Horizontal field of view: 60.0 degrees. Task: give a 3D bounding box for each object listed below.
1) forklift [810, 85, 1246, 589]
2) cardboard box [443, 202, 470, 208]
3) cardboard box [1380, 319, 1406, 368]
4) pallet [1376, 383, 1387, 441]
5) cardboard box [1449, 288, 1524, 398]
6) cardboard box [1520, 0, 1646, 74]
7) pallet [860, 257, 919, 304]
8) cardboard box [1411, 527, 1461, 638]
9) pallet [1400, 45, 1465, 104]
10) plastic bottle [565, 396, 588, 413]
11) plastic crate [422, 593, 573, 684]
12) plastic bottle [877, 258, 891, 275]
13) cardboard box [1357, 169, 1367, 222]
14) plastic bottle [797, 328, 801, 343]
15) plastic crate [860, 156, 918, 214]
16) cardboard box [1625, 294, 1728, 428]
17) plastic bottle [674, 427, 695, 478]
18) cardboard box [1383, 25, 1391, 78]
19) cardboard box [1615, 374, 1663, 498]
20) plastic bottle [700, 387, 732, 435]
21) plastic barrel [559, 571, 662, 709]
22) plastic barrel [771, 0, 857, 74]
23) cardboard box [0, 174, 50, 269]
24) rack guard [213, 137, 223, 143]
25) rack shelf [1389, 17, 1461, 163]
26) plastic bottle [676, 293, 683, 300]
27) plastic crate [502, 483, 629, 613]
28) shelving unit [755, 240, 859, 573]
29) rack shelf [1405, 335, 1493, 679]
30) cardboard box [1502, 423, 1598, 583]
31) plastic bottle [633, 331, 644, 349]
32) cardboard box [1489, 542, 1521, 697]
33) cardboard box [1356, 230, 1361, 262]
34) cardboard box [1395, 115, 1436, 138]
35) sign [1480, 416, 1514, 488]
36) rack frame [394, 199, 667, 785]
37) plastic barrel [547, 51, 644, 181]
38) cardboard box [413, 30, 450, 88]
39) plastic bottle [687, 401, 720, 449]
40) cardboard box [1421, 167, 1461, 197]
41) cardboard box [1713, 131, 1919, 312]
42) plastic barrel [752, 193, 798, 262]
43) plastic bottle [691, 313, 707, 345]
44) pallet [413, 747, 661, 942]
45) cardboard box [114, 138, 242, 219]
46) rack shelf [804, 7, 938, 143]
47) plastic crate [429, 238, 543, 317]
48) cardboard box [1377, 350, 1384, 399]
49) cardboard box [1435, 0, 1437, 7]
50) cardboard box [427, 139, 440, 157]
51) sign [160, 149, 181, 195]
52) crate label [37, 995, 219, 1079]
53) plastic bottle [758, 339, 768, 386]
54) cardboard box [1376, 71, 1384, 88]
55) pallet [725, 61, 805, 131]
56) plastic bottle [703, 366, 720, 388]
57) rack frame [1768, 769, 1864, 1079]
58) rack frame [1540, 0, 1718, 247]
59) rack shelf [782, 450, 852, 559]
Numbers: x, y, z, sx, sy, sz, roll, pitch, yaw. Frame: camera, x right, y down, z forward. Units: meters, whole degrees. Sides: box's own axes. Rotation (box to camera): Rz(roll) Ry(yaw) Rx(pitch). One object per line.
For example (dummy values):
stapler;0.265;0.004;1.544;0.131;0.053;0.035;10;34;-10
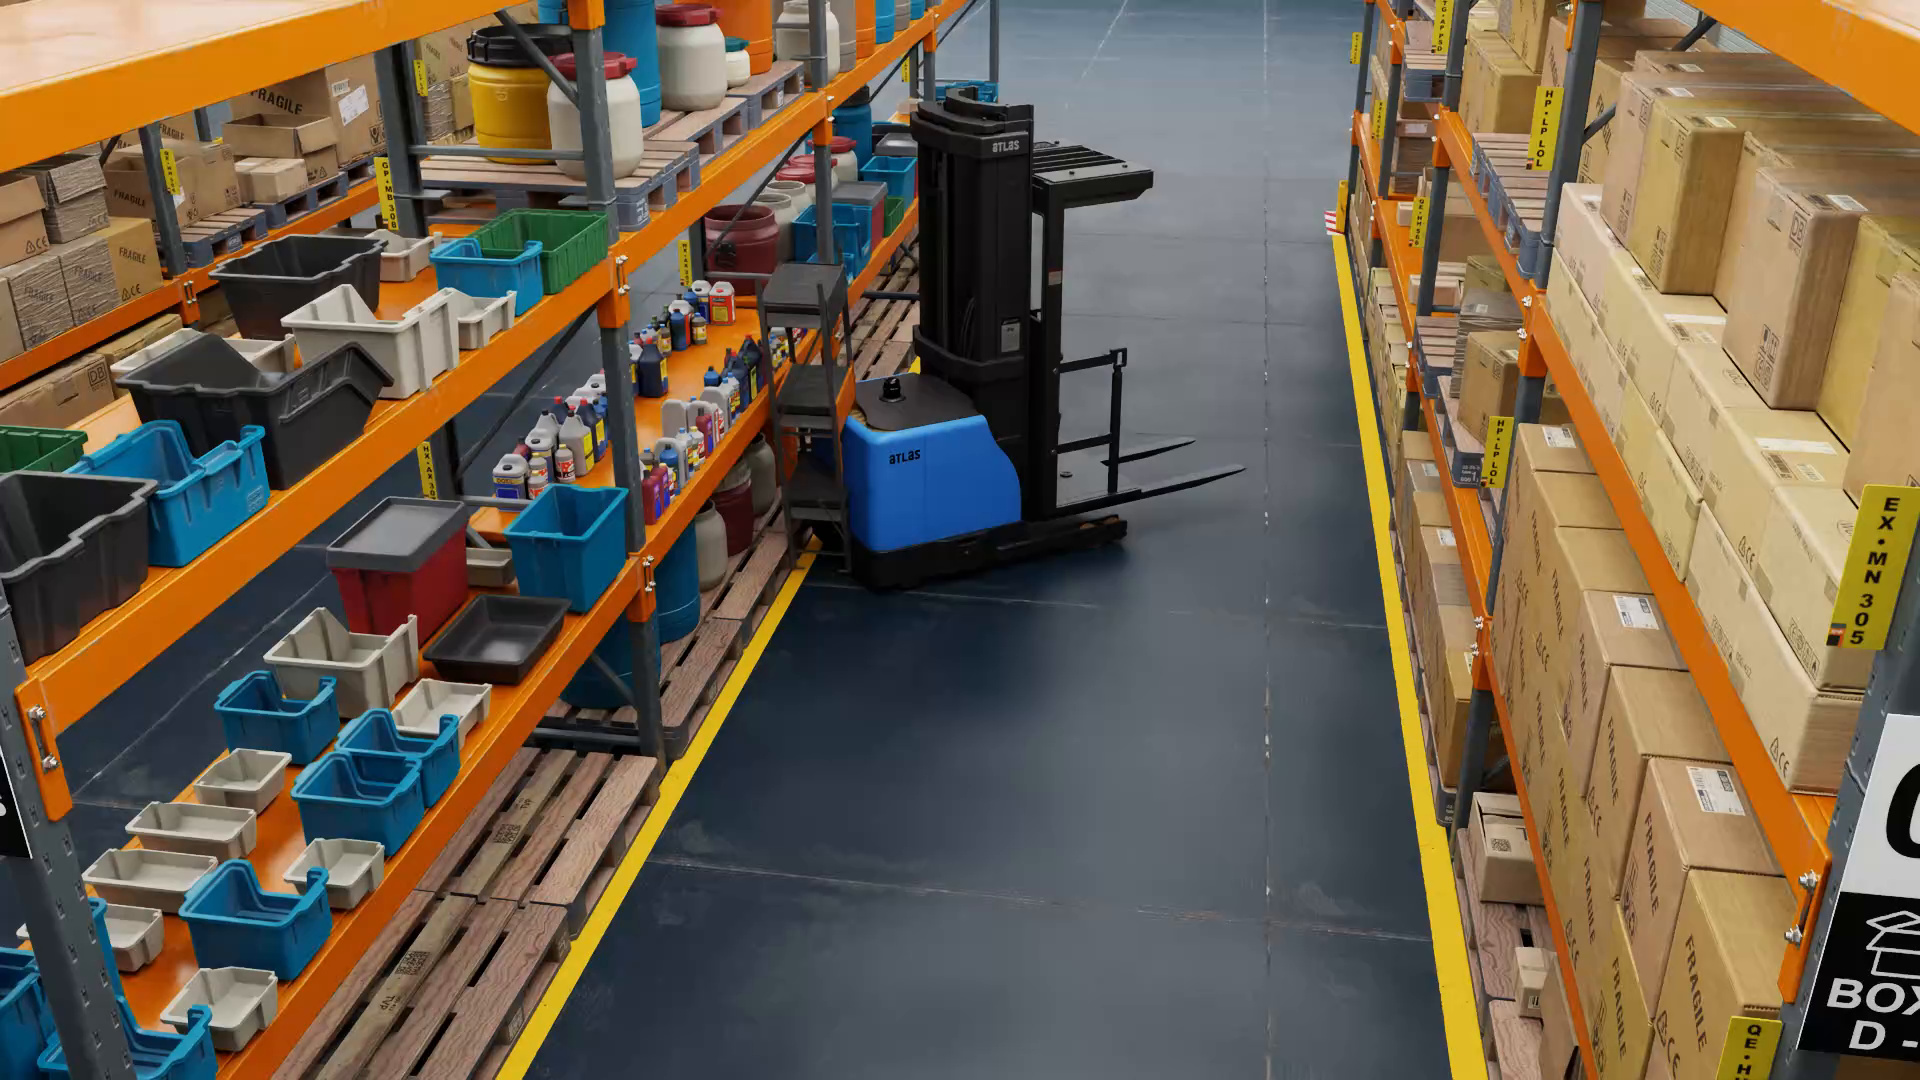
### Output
forklift;0.548;-1.454;10.898;3.031;2.935;1.130;-13;28;-26
cardboard box;-5.418;-3.311;17.238;0.500;0.500;0.500;13;28;25
cardboard box;3.600;-1.560;13.132;0.500;0.311;0.500;5;25;10
pallet;3.885;-1.075;13.297;1.003;0.211;1.213;4;25;9
cardboard box;3.180;-1.082;9.410;0.700;0.500;0.500;9;27;18
cardboard box;3.266;-2.735;8.720;0.500;0.500;0.500;4;25;9
pallet;-0.572;-2.520;16.385;1.003;0.211;1.213;4;25;9
cardboard box;2.906;0.264;9.578;0.500;0.500;0.500;3;25;7
pallet;3.533;-3.050;10.913;1.213;0.211;1.003;5;26;11
plastic bottle;-2.142;-0.654;9.255;0.152;0.276;0.135;4;25;9
plastic crate;-1.948;0.425;7.057;0.437;0.125;0.590;4;25;9
plastic bottle;-0.759;-2.784;16.265;0.144;0.351;0.185;4;25;9
cardboard box;4.361;-3.489;17.030;0.500;0.500;0.500;4;25;9
plastic bottle;-1.096;-1.400;10.936;0.097;0.201;0.097;0;25;0
plastic crate;-0.596;-3.015;14.171;0.392;0.384;0.575;4;25;9
cardboard box;2.277;-0.518;4.868;0.500;0.250;0.500;4;25;9
plastic bottle;-1.473;-0.468;8.862;0.097;0.271;0.097;0;25;0
cardboard box;4.558;-4.818;16.357;0.700;0.500;0.500;4;25;9
cardboard box;2.285;-0.291;4.973;0.500;0.250;0.500;4;25;9
plastic bottle;-1.389;-0.754;9.469;0.152;0.276;0.135;4;25;9
plastic barrel;-1.924;0.375;8.891;0.600;0.901;0.708;4;25;9
plastic barrel;-1.028;-3.746;11.585;0.600;0.901;0.600;0;25;0
cardboard box;-6.507;-2.098;10.892;0.797;0.503;0.637;5;25;10
rack guard;-9.828;-4.785;20.882;1.175;0.500;0.348;4;25;9
rack shelf;3.837;-3.356;12.193;1.077;0.370;4.000;4;25;9
plastic bottle;-1.865;-1.486;11.024;0.061;0.283;0.133;4;25;9
plastic crate;-1.770;0.040;7.574;0.392;0.384;0.575;4;25;9
shelving unit;-0.894;-0.784;10.300;0.431;2.100;0.503;4;38;9
rack shelf;3.183;-0.325;9.254;1.077;0.370;4.000;4;25;9
cardboard box;2.502;-0.135;6.702;0.500;0.500;0.500;5;25;10
plastic bottle;-2.000;-1.140;10.286;0.061;0.283;0.133;4;25;9
cardboard box;2.504;0.335;6.879;0.500;0.500;0.500;5;25;10
cardboard box;4.263;-2.942;16.745;0.500;0.250;0.500;4;25;9
cardboard box;3.997;-3.628;14.579;0.380;0.149;0.250;4;25;8
sign;2.308;-0.376;7.148;0.100;0.325;0.005;4;25;9
rack frame;-2.030;-0.159;8.051;1.000;3.000;0.127;4;25;9
plastic barrel;-1.697;-1.972;7.731;0.433;0.535;0.433;0;25;0
cardboard box;-5.285;-4.651;16.001;0.500;0.500;0.500;4;25;9
plastic bottle;-1.427;-0.657;9.262;0.152;0.276;0.135;4;25;9
cardboard box;3.936;-2.665;13.287;0.500;0.500;0.500;6;26;12
cardboard box;2.585;-0.836;4.663;0.700;0.500;0.500;4;25;9
plastic barrel;-1.419;-2.328;12.552;0.421;0.512;0.421;0;25;0
plastic bottle;-1.715;-1.389;10.913;0.097;0.201;0.097;0;25;0
pallet;-2.112;1.414;7.980;1.003;0.211;1.213;4;25;9
cardboard box;-6.221;-2.880;13.250;0.700;0.500;0.500;8;26;16
rack shelf;-1.049;-3.701;12.929;1.077;0.370;4.000;4;25;9
plastic crate;-1.864;-1.039;6.590;0.416;0.233;0.300;4;25;9
cardboard box;3.602;-1.310;13.259;0.500;0.250;0.500;5;25;10
cardboard box;4.053;-4.384;13.221;0.500;0.250;0.500;7;26;14
cardboard box;-5.277;-3.803;16.133;0.380;0.149;0.250;4;25;9
sign;-5.715;-2.662;12.034;0.100;0.325;0.005;4;25;9
crate label;-2.319;1.482;4.672;0.416;0.233;0.303;4;25;9
plastic bottle;-1.208;-1.102;10.204;0.061;0.283;0.133;4;25;9
cardboard box;4.374;-4.591;16.637;0.380;0.149;0.250;3;25;7
pallet;-1.598;-2.792;10.361;1.003;0.211;1.213;4;25;9
plastic bottle;-1.454;-0.890;9.765;0.097;0.271;0.097;0;25;0
rack frame;2.202;1.859;3.741;1.000;3.000;0.127;4;25;9
rack frame;2.856;-2.531;6.043;1.000;3.000;0.127;4;25;9
rack shelf;-0.866;-0.220;10.736;0.431;0.518;0.480;4;38;9
